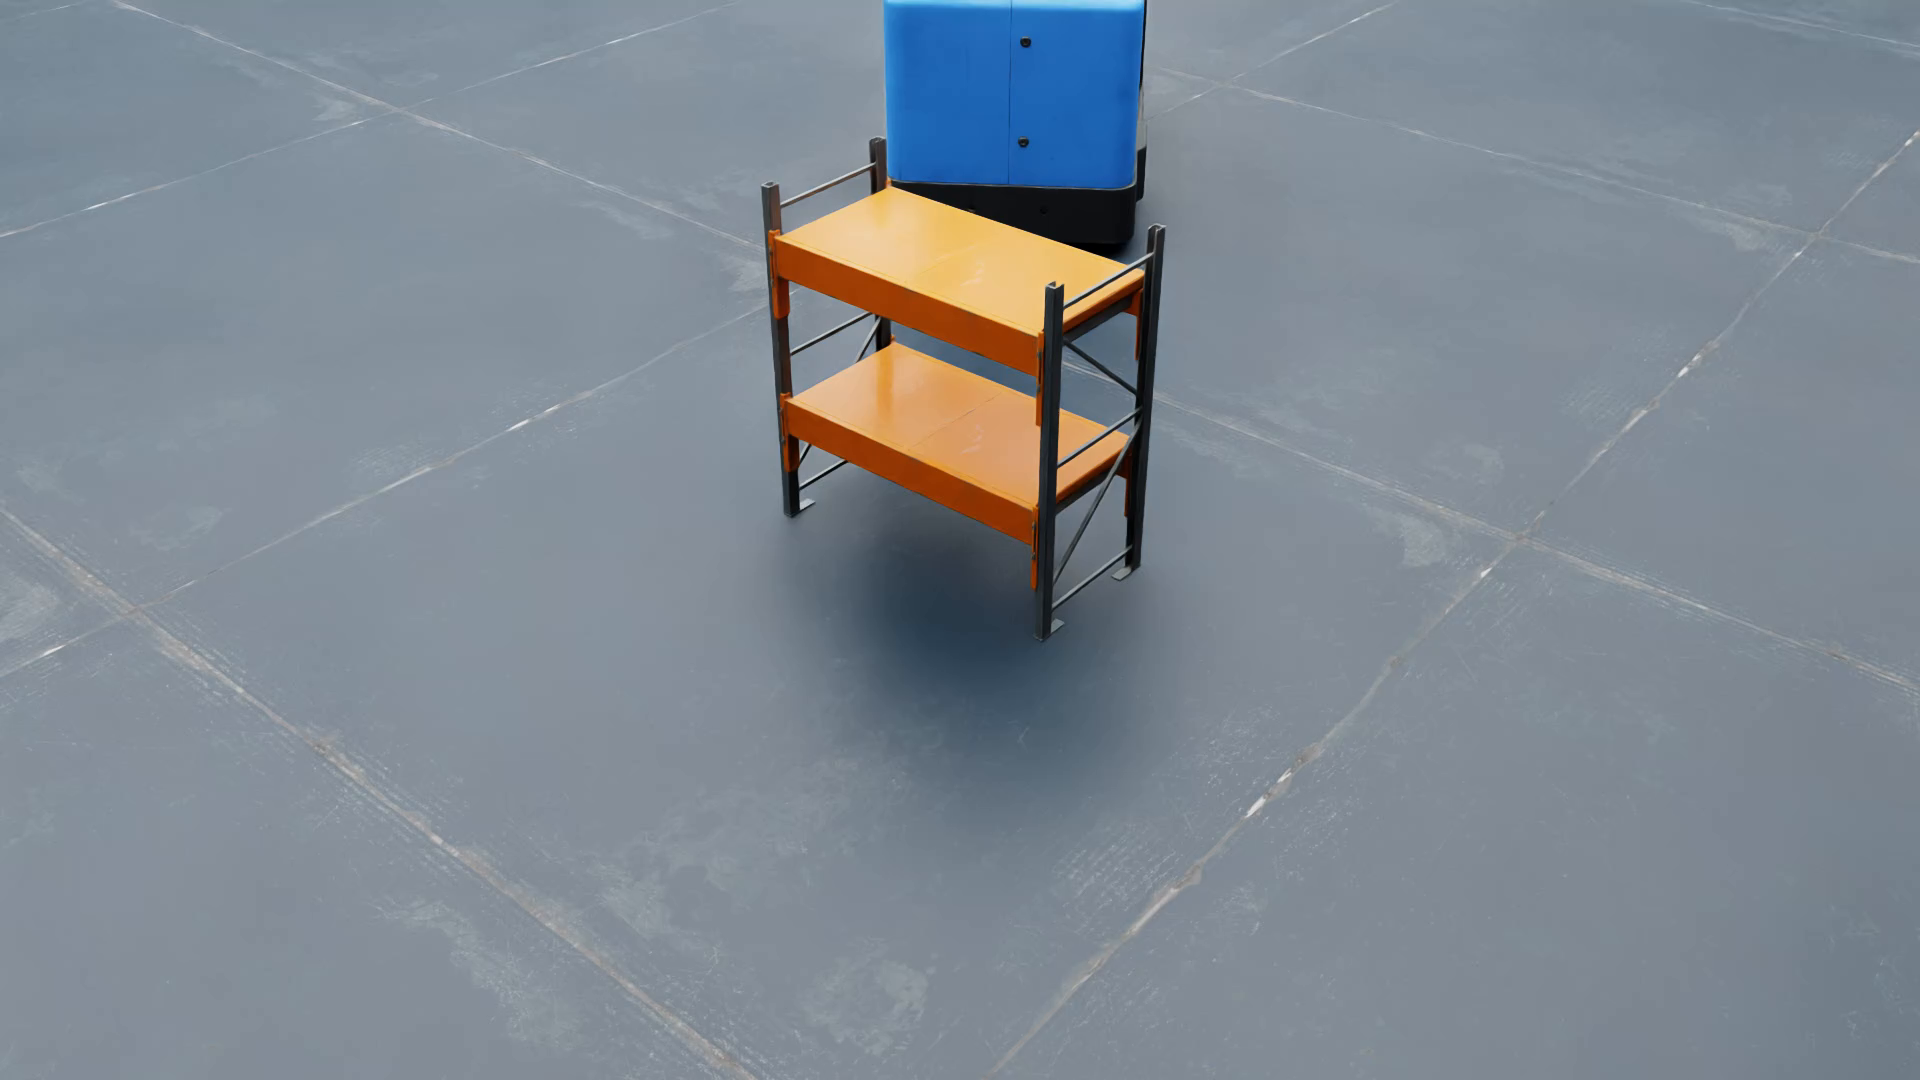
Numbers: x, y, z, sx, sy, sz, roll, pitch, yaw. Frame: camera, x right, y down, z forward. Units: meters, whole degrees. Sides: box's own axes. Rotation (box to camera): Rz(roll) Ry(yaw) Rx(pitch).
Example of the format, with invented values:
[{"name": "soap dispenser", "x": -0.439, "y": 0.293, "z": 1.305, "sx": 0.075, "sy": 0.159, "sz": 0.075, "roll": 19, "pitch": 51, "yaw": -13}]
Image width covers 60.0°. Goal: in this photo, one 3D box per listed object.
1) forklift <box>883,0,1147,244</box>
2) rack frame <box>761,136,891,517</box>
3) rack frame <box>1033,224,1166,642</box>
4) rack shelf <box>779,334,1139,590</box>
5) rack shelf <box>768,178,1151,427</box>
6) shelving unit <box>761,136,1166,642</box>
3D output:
[{"name": "forklift", "x": 0.339, "y": -3.255, "z": 7.400, "sx": 1.130, "sy": 2.935, "sz": 3.031, "roll": 3, "pitch": 35, "yaw": 4}, {"name": "rack frame", "x": -0.396, "y": -0.650, "z": 5.203, "sx": 0.032, "sy": 1.125, "sz": 0.500, "roll": 25, "pitch": 42, "yaw": 32}, {"name": "rack frame", "x": 0.385, "y": -0.282, "z": 4.667, "sx": 0.032, "sy": 1.125, "sz": 0.500, "roll": 25, "pitch": 42, "yaw": 32}, {"name": "rack shelf", "x": -0.005, "y": -0.265, "z": 5.074, "sx": 1.000, "sy": 0.278, "sz": 0.538, "roll": 25, "pitch": 42, "yaw": 32}, {"name": "rack shelf", "x": -0.005, "y": -0.707, "z": 4.769, "sx": 1.000, "sy": 0.278, "sz": 0.538, "roll": 25, "pitch": 42, "yaw": 32}, {"name": "shelving unit", "x": -0.005, "y": -0.466, "z": 4.935, "sx": 1.048, "sy": 1.125, "sz": 0.538, "roll": 25, "pitch": 42, "yaw": 32}]
